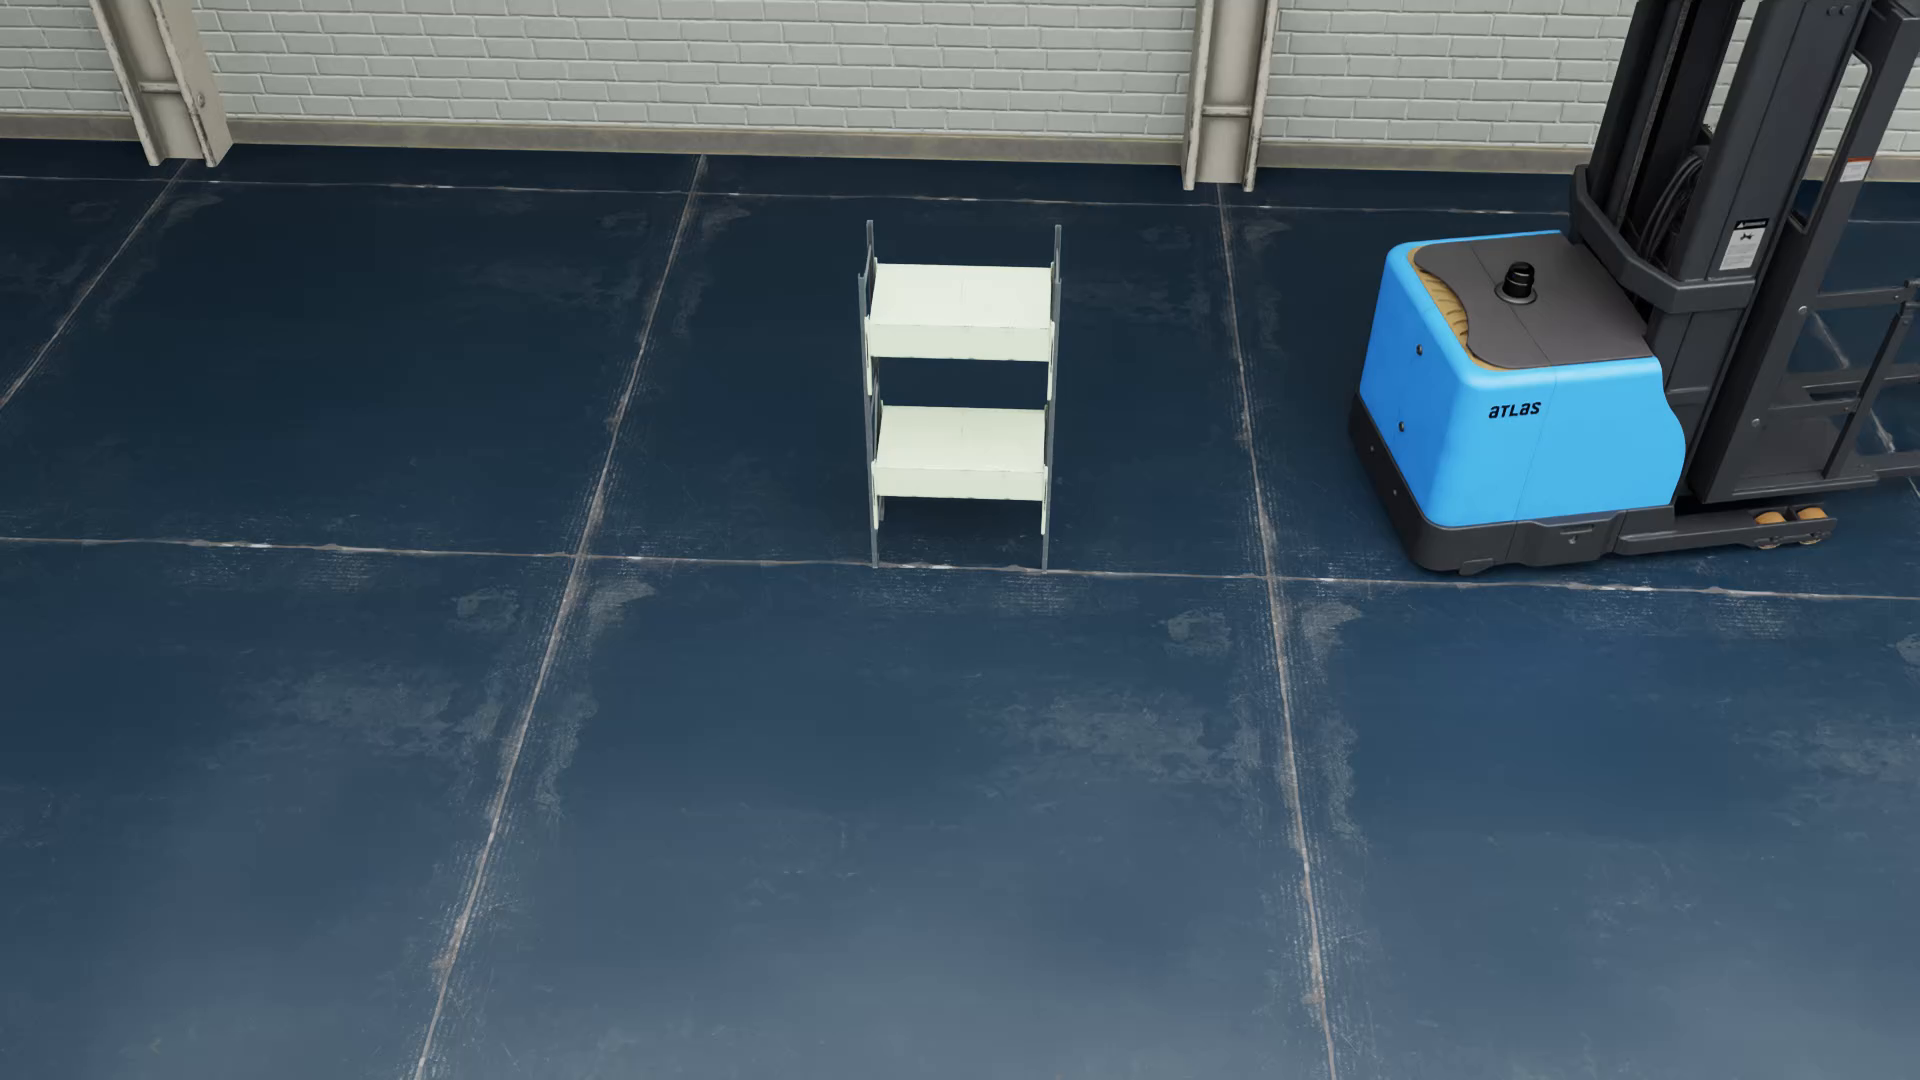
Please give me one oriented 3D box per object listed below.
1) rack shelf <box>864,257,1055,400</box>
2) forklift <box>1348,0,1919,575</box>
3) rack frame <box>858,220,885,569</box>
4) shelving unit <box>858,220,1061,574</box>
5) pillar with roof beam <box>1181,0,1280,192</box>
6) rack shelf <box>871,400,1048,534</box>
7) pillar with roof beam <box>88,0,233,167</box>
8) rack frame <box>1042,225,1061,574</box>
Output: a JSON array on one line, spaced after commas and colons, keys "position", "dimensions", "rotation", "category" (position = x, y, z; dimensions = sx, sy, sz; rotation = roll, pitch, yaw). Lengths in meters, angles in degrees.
[{"position": [0.007, -0.834, 6.558], "dimensions": [0.720, 0.370, 0.431], "rotation": [2, 43, 2], "category": "rack shelf"}, {"position": [3.374, -1.385, 6.672], "dimensions": [3.031, 2.935, 1.130], "rotation": [-6, 43, -6], "category": "forklift"}, {"position": [-0.359, -0.560, 6.836], "dimensions": [0.023, 1.500, 0.400], "rotation": [2, 43, 2], "category": "rack frame"}, {"position": [0.007, -0.549, 6.824], "dimensions": [0.755, 1.500, 0.431], "rotation": [2, 43, 2], "category": "shelving unit"}, {"position": [1.285, -2.456, 3.369], "dimensions": [0.400, 9.000, 9.100], "rotation": [2, 43, 2], "category": "pillar with roof beam"}, {"position": [0.007, -0.310, 7.046], "dimensions": [0.720, 0.370, 0.431], "rotation": [2, 43, 2], "category": "rack shelf"}, {"position": [-4.709, -2.640, 3.567], "dimensions": [0.400, 9.000, 9.100], "rotation": [2, 43, 2], "category": "pillar with roof beam"}, {"position": [0.372, -0.537, 6.812], "dimensions": [0.023, 1.500, 0.400], "rotation": [2, 43, 2], "category": "rack frame"}]
